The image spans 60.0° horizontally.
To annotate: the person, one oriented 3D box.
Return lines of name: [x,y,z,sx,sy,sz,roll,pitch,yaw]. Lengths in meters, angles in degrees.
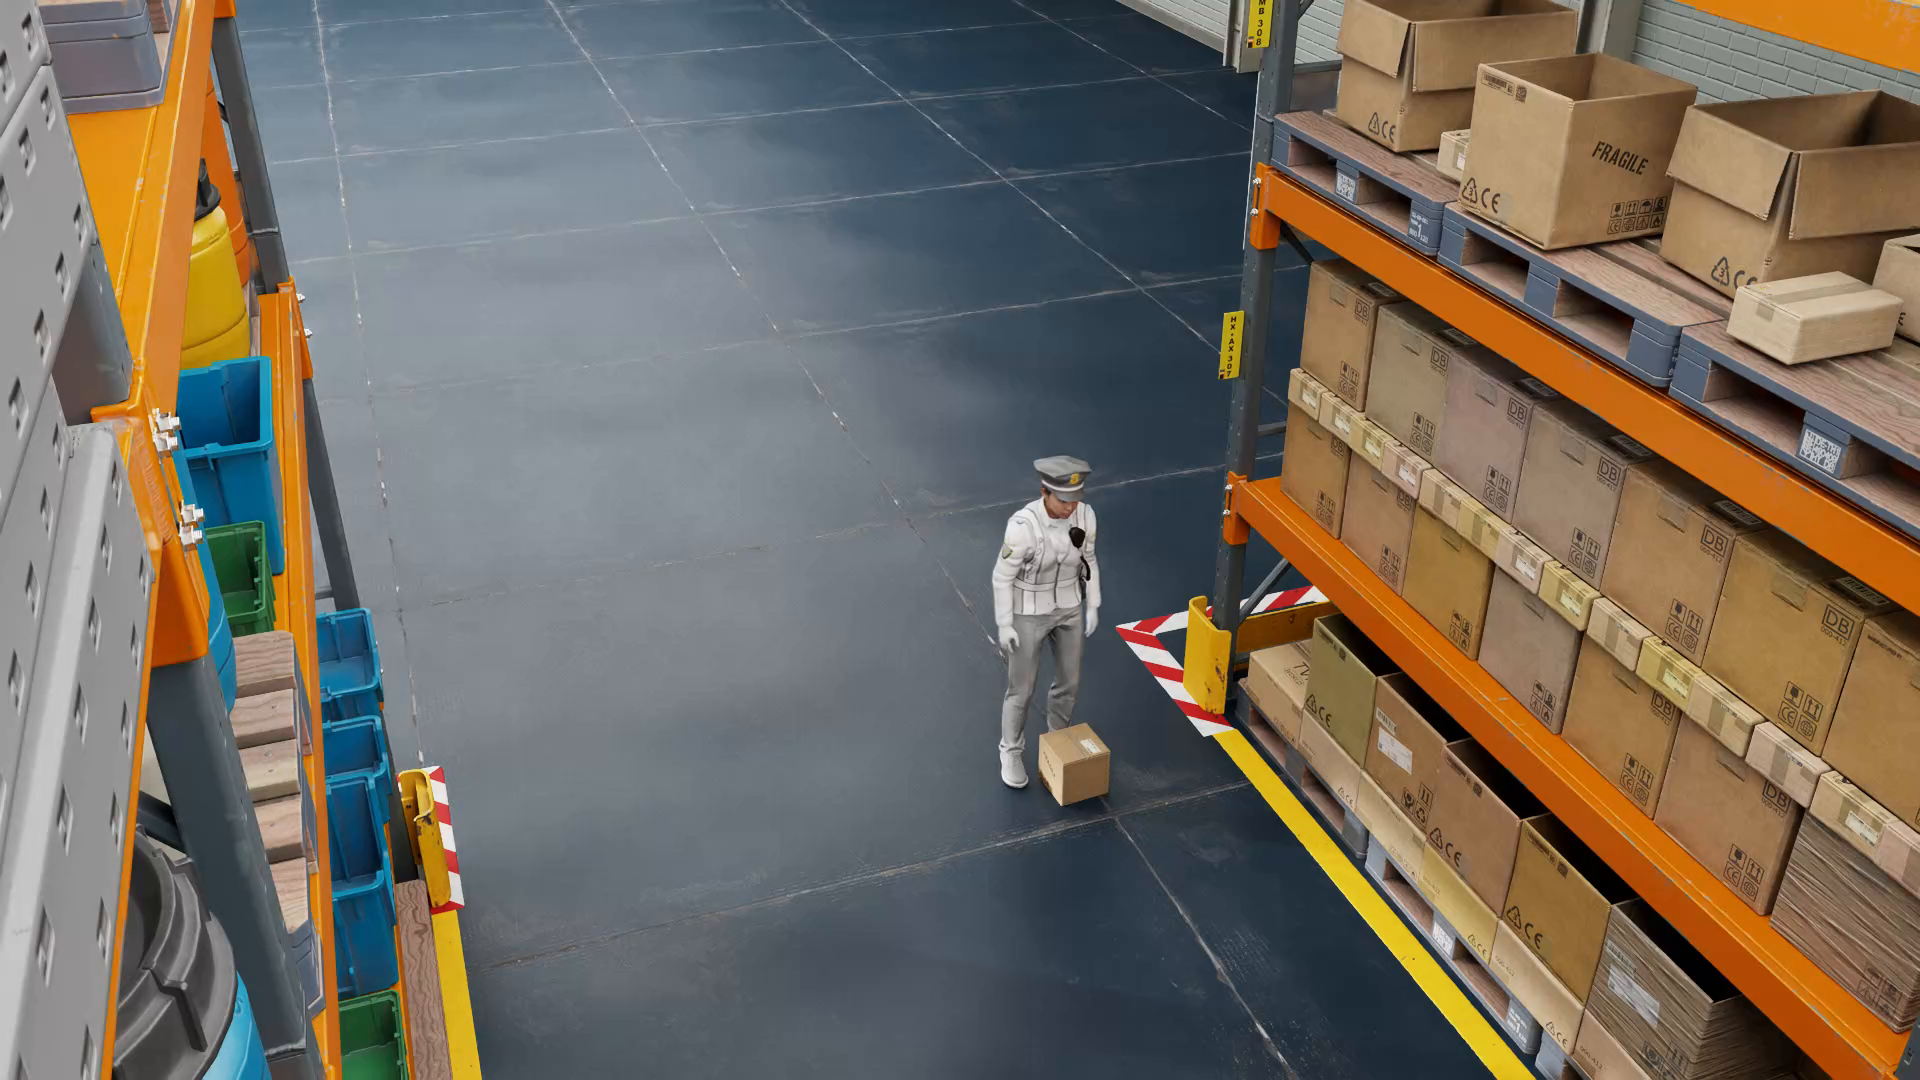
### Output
person: [0.409,0.352,7.726,0.528,1.662,0.375,-12,32,-19]
